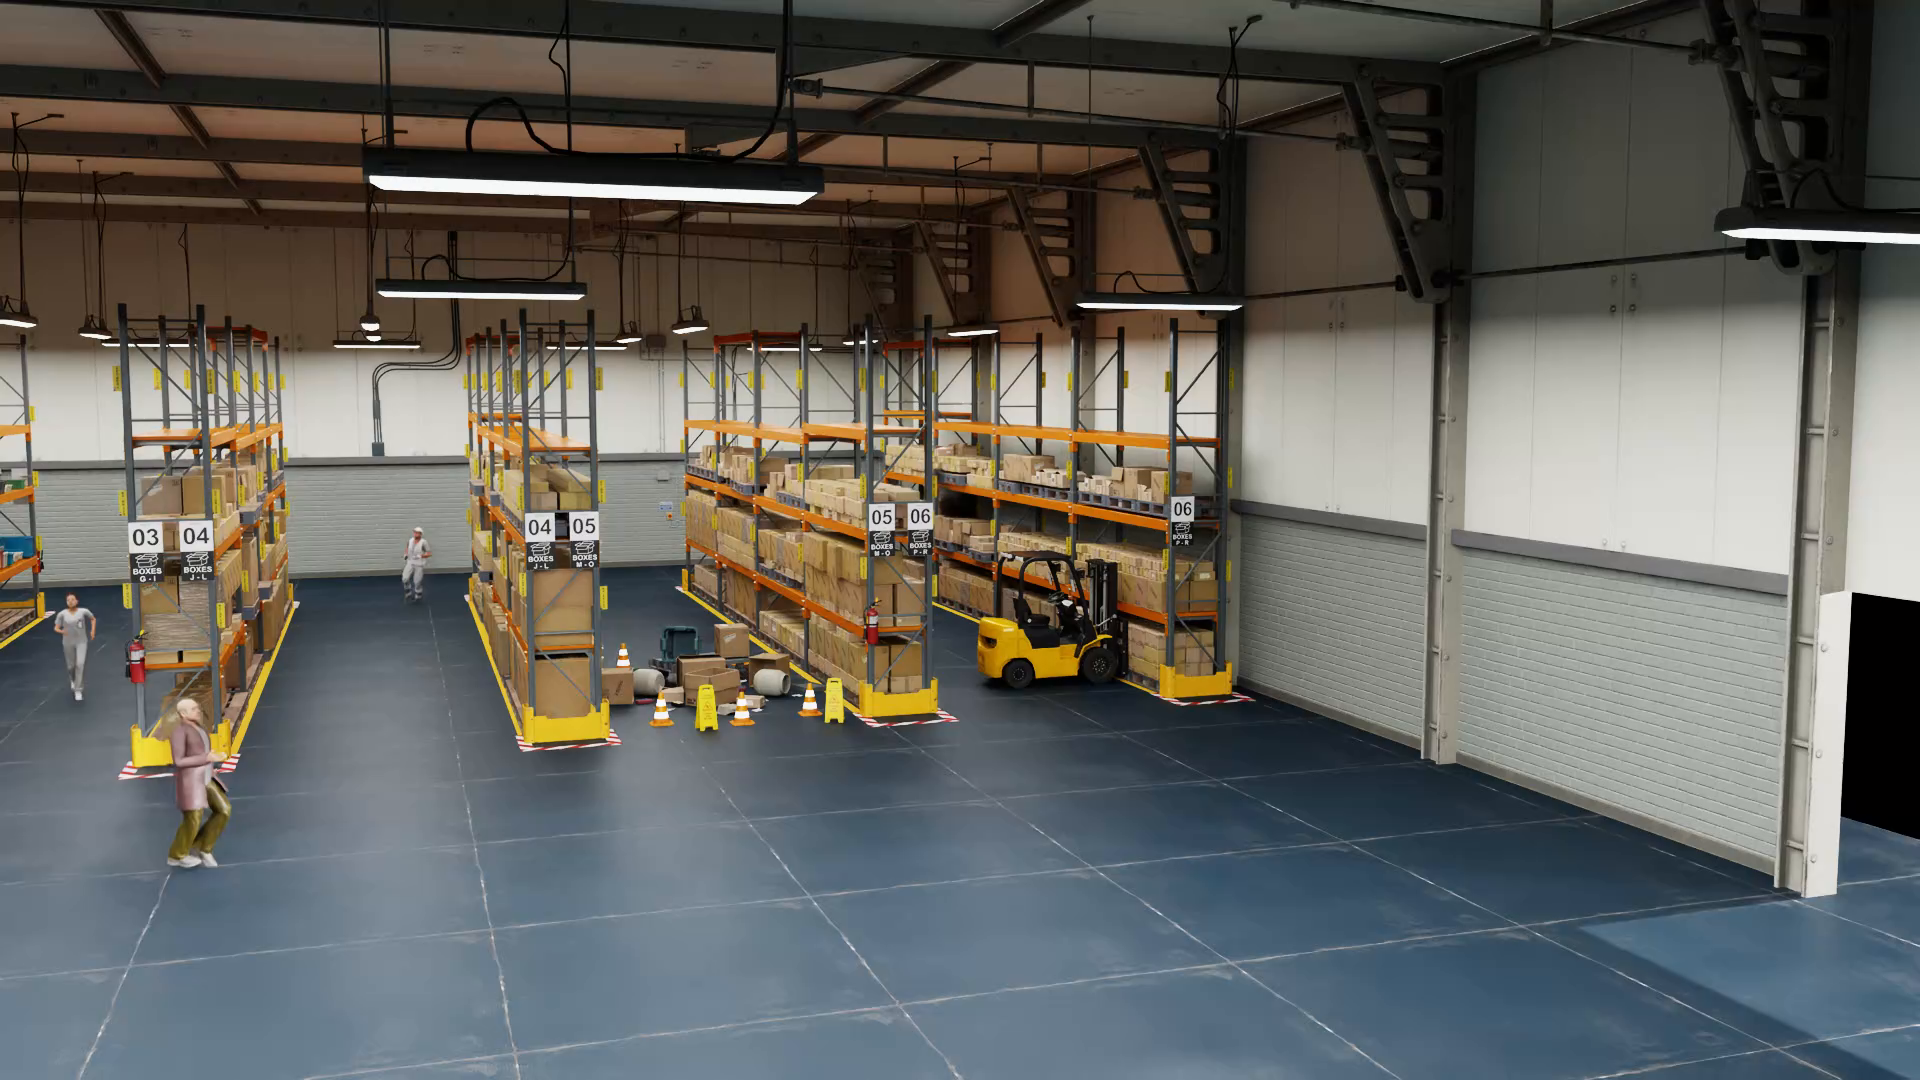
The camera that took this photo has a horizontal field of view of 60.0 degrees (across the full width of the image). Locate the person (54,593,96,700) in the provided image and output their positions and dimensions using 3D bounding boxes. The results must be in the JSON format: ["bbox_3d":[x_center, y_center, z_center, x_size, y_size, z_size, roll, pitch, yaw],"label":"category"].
[{"bbox_3d":[-14.054,1.660,26.423,0.580,1.648,1.013,-2,6,-24],"label":"person"}]

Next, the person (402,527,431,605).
[{"bbox_3d":[-12.236,0.581,37.481,0.668,1.776,0.652,1,5,8],"label":"person"}]

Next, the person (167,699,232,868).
[{"bbox_3d":[-7.798,2.517,17.051,0.733,1.805,0.687,1,5,6],"label":"person"}]
